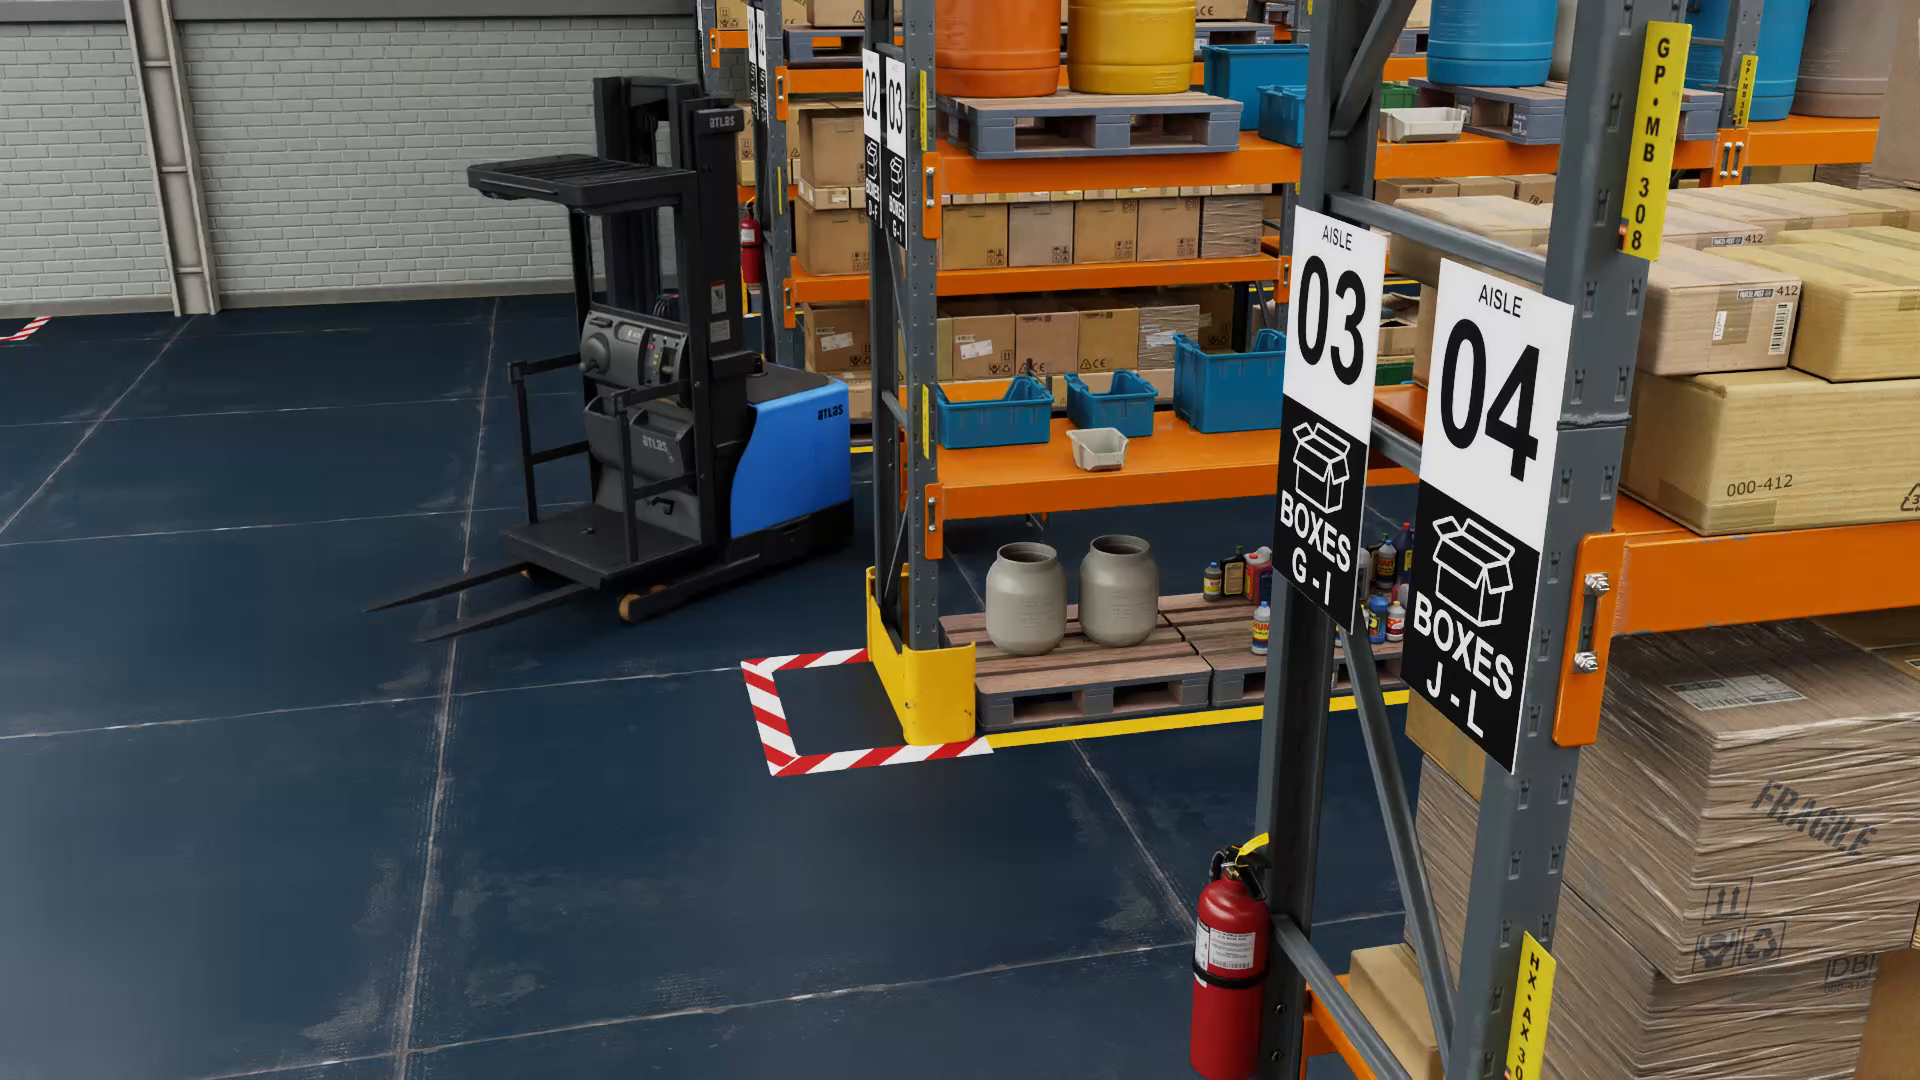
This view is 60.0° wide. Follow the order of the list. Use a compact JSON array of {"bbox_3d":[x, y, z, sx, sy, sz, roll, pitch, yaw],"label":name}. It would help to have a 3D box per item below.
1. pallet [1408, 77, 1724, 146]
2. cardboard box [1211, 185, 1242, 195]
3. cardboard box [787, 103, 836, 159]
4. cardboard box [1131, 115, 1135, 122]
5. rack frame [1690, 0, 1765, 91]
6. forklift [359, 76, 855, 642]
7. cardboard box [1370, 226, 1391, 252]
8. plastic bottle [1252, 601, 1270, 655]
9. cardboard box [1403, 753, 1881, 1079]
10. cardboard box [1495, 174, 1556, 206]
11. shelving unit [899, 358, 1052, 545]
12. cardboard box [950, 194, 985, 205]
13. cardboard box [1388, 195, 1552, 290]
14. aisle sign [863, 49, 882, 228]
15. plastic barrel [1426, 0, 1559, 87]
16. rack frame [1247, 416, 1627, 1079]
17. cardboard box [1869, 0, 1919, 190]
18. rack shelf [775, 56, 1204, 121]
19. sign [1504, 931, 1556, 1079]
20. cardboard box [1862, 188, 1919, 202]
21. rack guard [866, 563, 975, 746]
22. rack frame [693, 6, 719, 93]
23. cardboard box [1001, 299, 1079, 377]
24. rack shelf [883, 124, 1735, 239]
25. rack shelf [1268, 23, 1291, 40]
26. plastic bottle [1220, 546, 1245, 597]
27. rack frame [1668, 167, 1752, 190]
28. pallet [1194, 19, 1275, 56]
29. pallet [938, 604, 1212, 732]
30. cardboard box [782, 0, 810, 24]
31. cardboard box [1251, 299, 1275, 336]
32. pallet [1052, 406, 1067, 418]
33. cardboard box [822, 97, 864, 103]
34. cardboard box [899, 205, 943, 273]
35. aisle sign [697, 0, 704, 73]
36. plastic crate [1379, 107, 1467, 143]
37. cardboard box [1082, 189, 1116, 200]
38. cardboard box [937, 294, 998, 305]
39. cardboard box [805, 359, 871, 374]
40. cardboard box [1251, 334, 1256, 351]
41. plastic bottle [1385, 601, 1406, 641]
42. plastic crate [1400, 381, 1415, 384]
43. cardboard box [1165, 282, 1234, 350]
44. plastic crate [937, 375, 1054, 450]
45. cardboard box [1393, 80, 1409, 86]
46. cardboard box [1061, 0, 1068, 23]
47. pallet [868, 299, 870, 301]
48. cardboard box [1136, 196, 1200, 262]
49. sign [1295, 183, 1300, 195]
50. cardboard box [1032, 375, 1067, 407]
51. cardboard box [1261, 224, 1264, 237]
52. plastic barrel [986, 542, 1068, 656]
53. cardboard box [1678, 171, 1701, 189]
[{"bbox_3d":[2.936,-2.136,8.198,1.003,0.211,1.213,-5,21,-12],"label":"pallet"},{"bbox_3d":[2.023,-2.803,13.018,0.250,0.149,0.380,-5,21,-14],"label":"cardboard box"},{"bbox_3d":[-1.540,-4.169,16.934,0.500,0.500,0.500,-5,21,-12],"label":"cardboard box"},{"bbox_3d":[1.070,-3.103,12.893,0.500,0.500,0.700,-5,21,-12],"label":"cardboard box"},{"bbox_3d":[3.615,-3.723,7.894,0.127,3.000,1.000,-5,21,-12],"label":"rack frame"},{"bbox_3d":[-2.043,-1.097,9.549,1.130,2.935,3.031,17,26,39],"label":"forklift"},{"bbox_3d":[3.388,-2.448,13.501,0.250,0.149,0.380,-5,21,-12],"label":"cardboard box"},{"bbox_3d":[1.559,0.446,8.563,0.097,0.271,0.097,0,20,0],"label":"plastic bottle"},{"bbox_3d":[1.404,0.848,3.561,0.500,0.500,0.875,-5,21,-12],"label":"cardboard box"},{"bbox_3d":[4.743,-2.789,13.923,0.500,0.500,0.500,-6,21,-15],"label":"cardboard box"},{"bbox_3d":[0.007,-0.529,10.623,1.048,1.125,0.538,-5,21,-12],"label":"shelving unit"},{"bbox_3d":[0.022,-2.640,12.573,0.250,0.149,0.380,-5,21,-14],"label":"cardboard box"},{"bbox_3d":[1.061,-0.583,3.322,0.250,0.149,0.380,-5,21,-12],"label":"cardboard box"},{"bbox_3d":[-0.416,-1.904,7.871,0.004,0.787,0.394,-5,21,-12],"label":"aisle sign"},{"bbox_3d":[2.622,-2.704,8.135,0.708,0.901,0.600,-5,21,-12],"label":"plastic barrel"},{"bbox_3d":[0.862,1.069,3.536,0.127,3.000,1.000,-5,21,-12],"label":"rack frame"},{"bbox_3d":[2.312,-0.968,3.432,0.500,0.500,0.500,-5,21,-12],"label":"cardboard box"},{"bbox_3d":[0.533,-3.476,12.629,4.000,0.370,1.077,-5,21,-12],"label":"rack shelf"},{"bbox_3d":[0.987,0.844,2.891,0.005,0.325,0.100,-5,21,-12],"label":"sign"},{"bbox_3d":[2.090,-0.628,3.446,0.250,0.149,0.380,-4,21,-12],"label":"cardboard box"},{"bbox_3d":[-0.214,0.563,8.551,0.348,0.500,1.175,-5,21,-12],"label":"rack guard"},{"bbox_3d":[-2.557,-3.905,17.115,0.127,3.000,1.000,-5,21,-12],"label":"rack frame"},{"bbox_3d":[0.620,-1.591,13.095,0.500,0.500,0.500,-5,21,-12],"label":"cardboard box"},{"bbox_3d":[1.669,-1.818,8.102,4.000,0.370,1.077,-5,21,-12],"label":"rack shelf"},{"bbox_3d":[3.282,-5.451,18.019,4.000,0.370,1.077,-5,21,-12],"label":"rack shelf"},{"bbox_3d":[1.518,0.172,9.293,0.133,0.283,0.061,-4,21,-11],"label":"plastic bottle"},{"bbox_3d":[6.372,-2.881,14.318,0.127,3.000,1.000,-5,21,-12],"label":"rack frame"},{"bbox_3d":[1.655,-3.855,12.745,1.213,0.211,1.003,-5,21,-12],"label":"pallet"},{"bbox_3d":[0.578,0.636,8.772,1.213,0.211,1.003,-5,21,-12],"label":"pallet"},{"bbox_3d":[-1.643,-5.343,16.505,0.500,0.500,0.500,-3,20,-9],"label":"cardboard box"},{"bbox_3d":[2.807,-1.862,14.107,0.500,0.311,0.500,-5,21,-12],"label":"cardboard box"},{"bbox_3d":[0.506,-1.108,13.532,1.213,0.211,1.003,-5,21,-12],"label":"pallet"},{"bbox_3d":[-1.153,-4.384,17.520,0.500,0.500,0.500,-5,21,-14],"label":"cardboard box"},{"bbox_3d":[-0.446,-2.370,12.779,0.500,0.500,0.700,-4,21,-11],"label":"cardboard box"},{"bbox_3d":[-2.558,-5.020,16.378,0.004,0.787,0.394,-5,21,-12],"label":"aisle sign"},{"bbox_3d":[2.146,-1.928,7.739,0.396,0.136,0.243,-5,21,-12],"label":"plastic crate"},{"bbox_3d":[1.028,-2.722,12.797,0.250,0.149,0.380,-4,21,-11],"label":"cardboard box"},{"bbox_3d":[0.010,-1.732,13.478,0.500,0.500,0.500,-5,21,-12],"label":"cardboard box"},{"bbox_3d":[-0.960,-1.295,13.376,0.500,0.250,0.500,-5,21,-12],"label":"cardboard box"},{"bbox_3d":[2.816,-1.600,14.209,0.500,0.250,0.500,-5,21,-13],"label":"cardboard box"},{"bbox_3d":[2.286,0.420,8.736,0.097,0.201,0.097,0,20,0],"label":"plastic bottle"},{"bbox_3d":[2.601,-0.657,8.465,0.616,0.251,0.499,-5,21,-12],"label":"plastic crate"},{"bbox_3d":[1.956,-1.890,13.911,0.500,0.500,0.500,-5,21,-12],"label":"cardboard box"},{"bbox_3d":[0.141,-0.659,8.469,0.616,0.251,0.499,-5,21,-12],"label":"plastic crate"},{"bbox_3d":[4.899,-5.059,18.537,0.250,0.149,0.380,-7,21,-20],"label":"cardboard box"},{"bbox_3d":[0.847,-4.196,12.583,0.637,0.503,0.797,-2,20,-6],"label":"cardboard box"},{"bbox_3d":[-0.500,-2.750,18.014,1.213,0.211,1.003,-5,21,-12],"label":"pallet"},{"bbox_3d":[1.537,-2.530,13.215,0.500,0.500,0.700,-5,21,-13],"label":"cardboard box"},{"bbox_3d":[2.608,-2.822,12.784,0.005,0.325,0.100,-5,21,-12],"label":"sign"},{"bbox_3d":[0.620,-1.240,13.225,0.500,0.250,0.500,-5,21,-12],"label":"cardboard box"},{"bbox_3d":[3.045,-3.403,18.738,0.500,0.500,0.700,-4,21,-12],"label":"cardboard box"},{"bbox_3d":[0.345,0.304,8.630,0.421,0.512,0.421,0,20,0],"label":"plastic barrel"},{"bbox_3d":[8.518,-3.948,19.746,0.750,0.750,0.750,-4,21,-12],"label":"cardboard box"}]
